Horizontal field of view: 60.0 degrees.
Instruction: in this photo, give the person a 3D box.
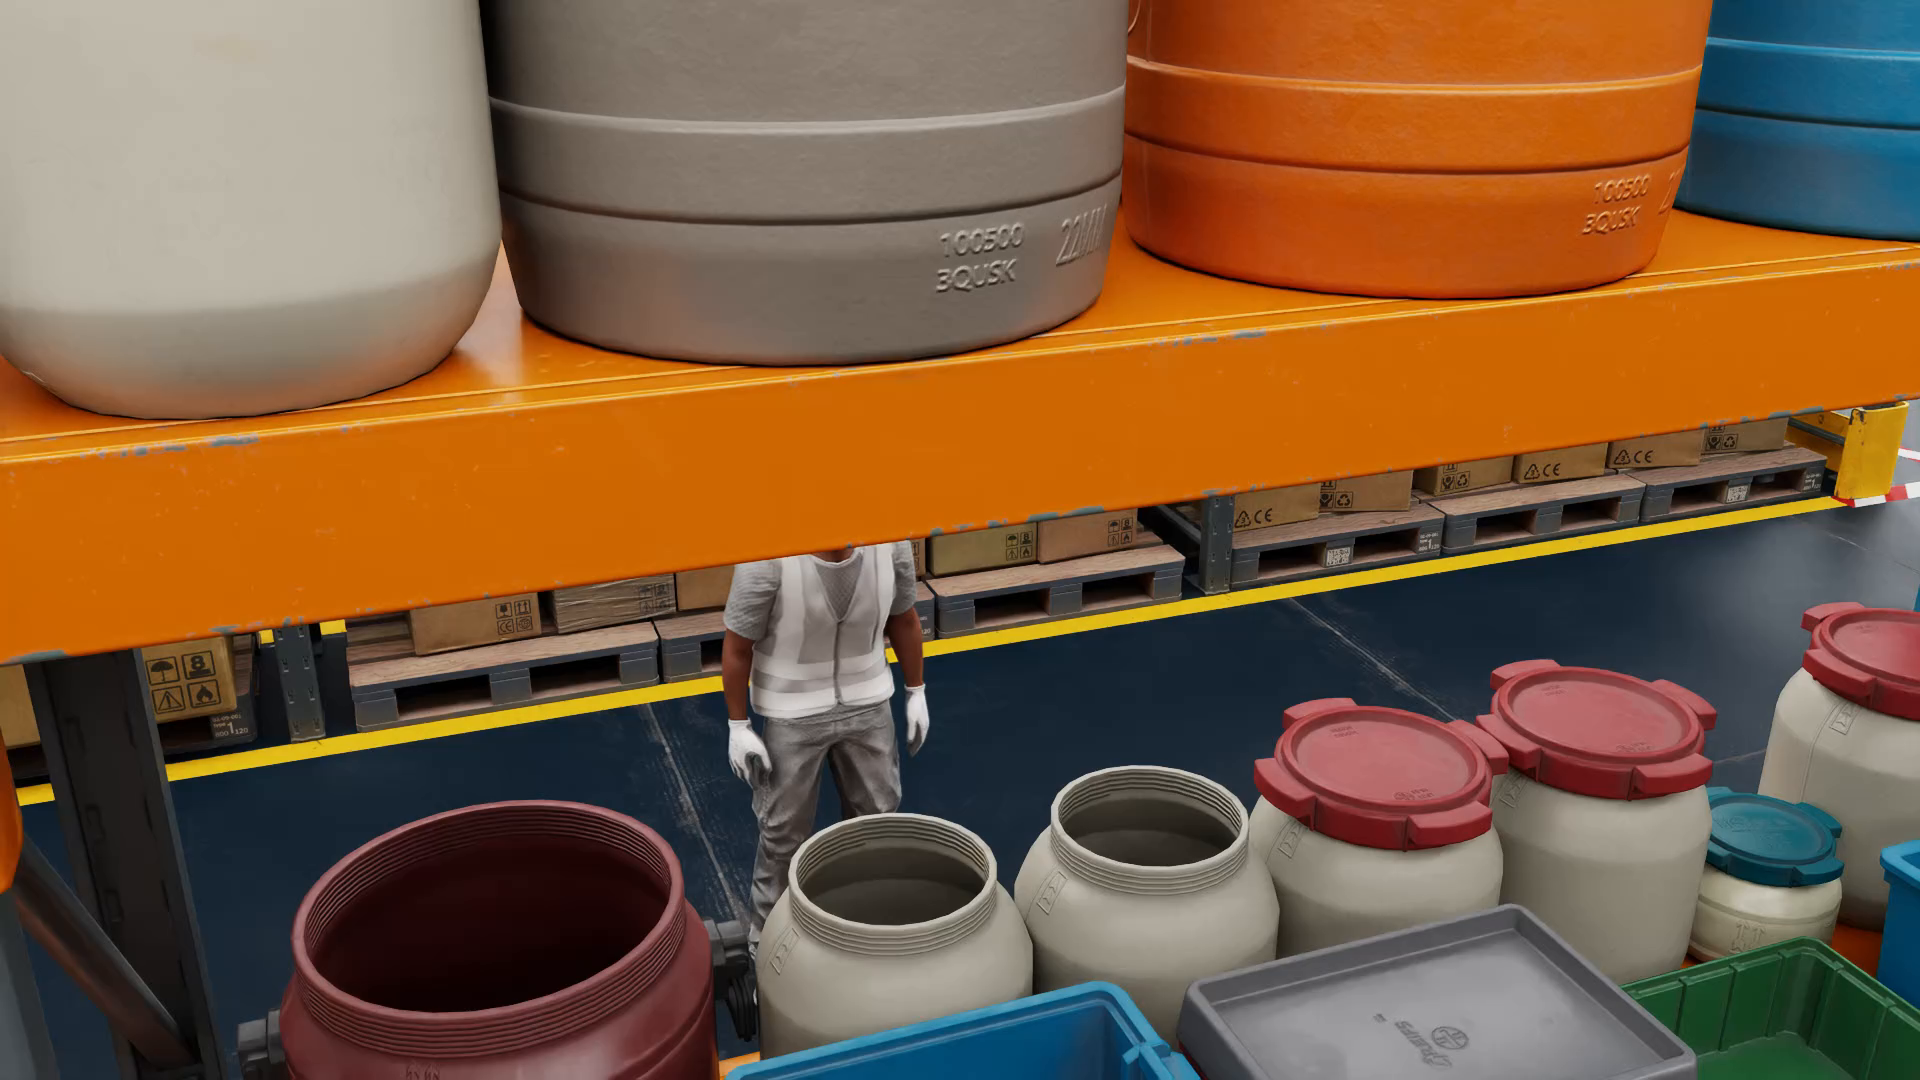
[{"bbox_3d":[-0.380,0.511,4.834,0.625,1.773,0.452,-10,24,-22],"label":"person"}]
